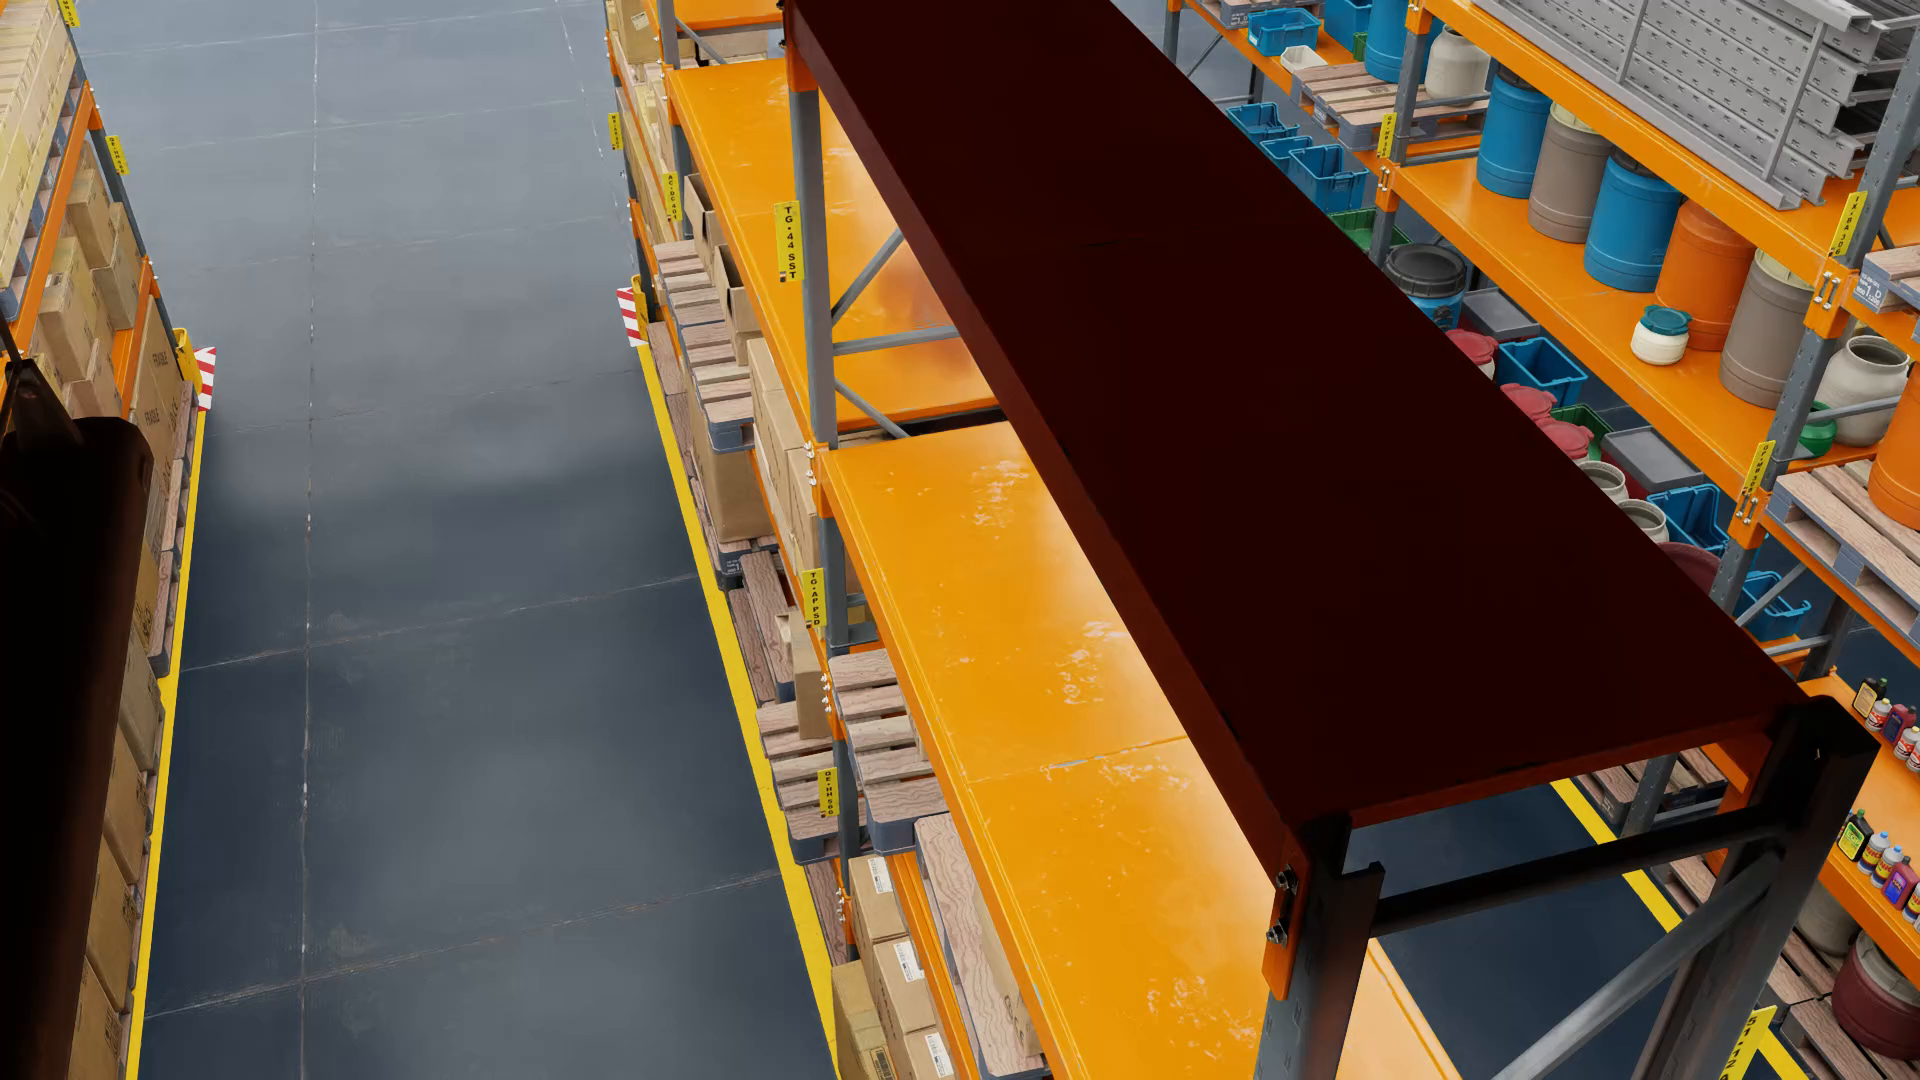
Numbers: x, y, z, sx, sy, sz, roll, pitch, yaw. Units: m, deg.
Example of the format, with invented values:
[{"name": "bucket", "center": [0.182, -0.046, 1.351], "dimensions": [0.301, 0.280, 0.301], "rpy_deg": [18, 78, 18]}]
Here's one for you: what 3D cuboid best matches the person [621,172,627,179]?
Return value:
[{"name": "person", "center": [-3.111, -4.410, 17.091], "dimensions": [1.060, 1.658, 0.564], "rpy_deg": [12, 40, 14]}]
